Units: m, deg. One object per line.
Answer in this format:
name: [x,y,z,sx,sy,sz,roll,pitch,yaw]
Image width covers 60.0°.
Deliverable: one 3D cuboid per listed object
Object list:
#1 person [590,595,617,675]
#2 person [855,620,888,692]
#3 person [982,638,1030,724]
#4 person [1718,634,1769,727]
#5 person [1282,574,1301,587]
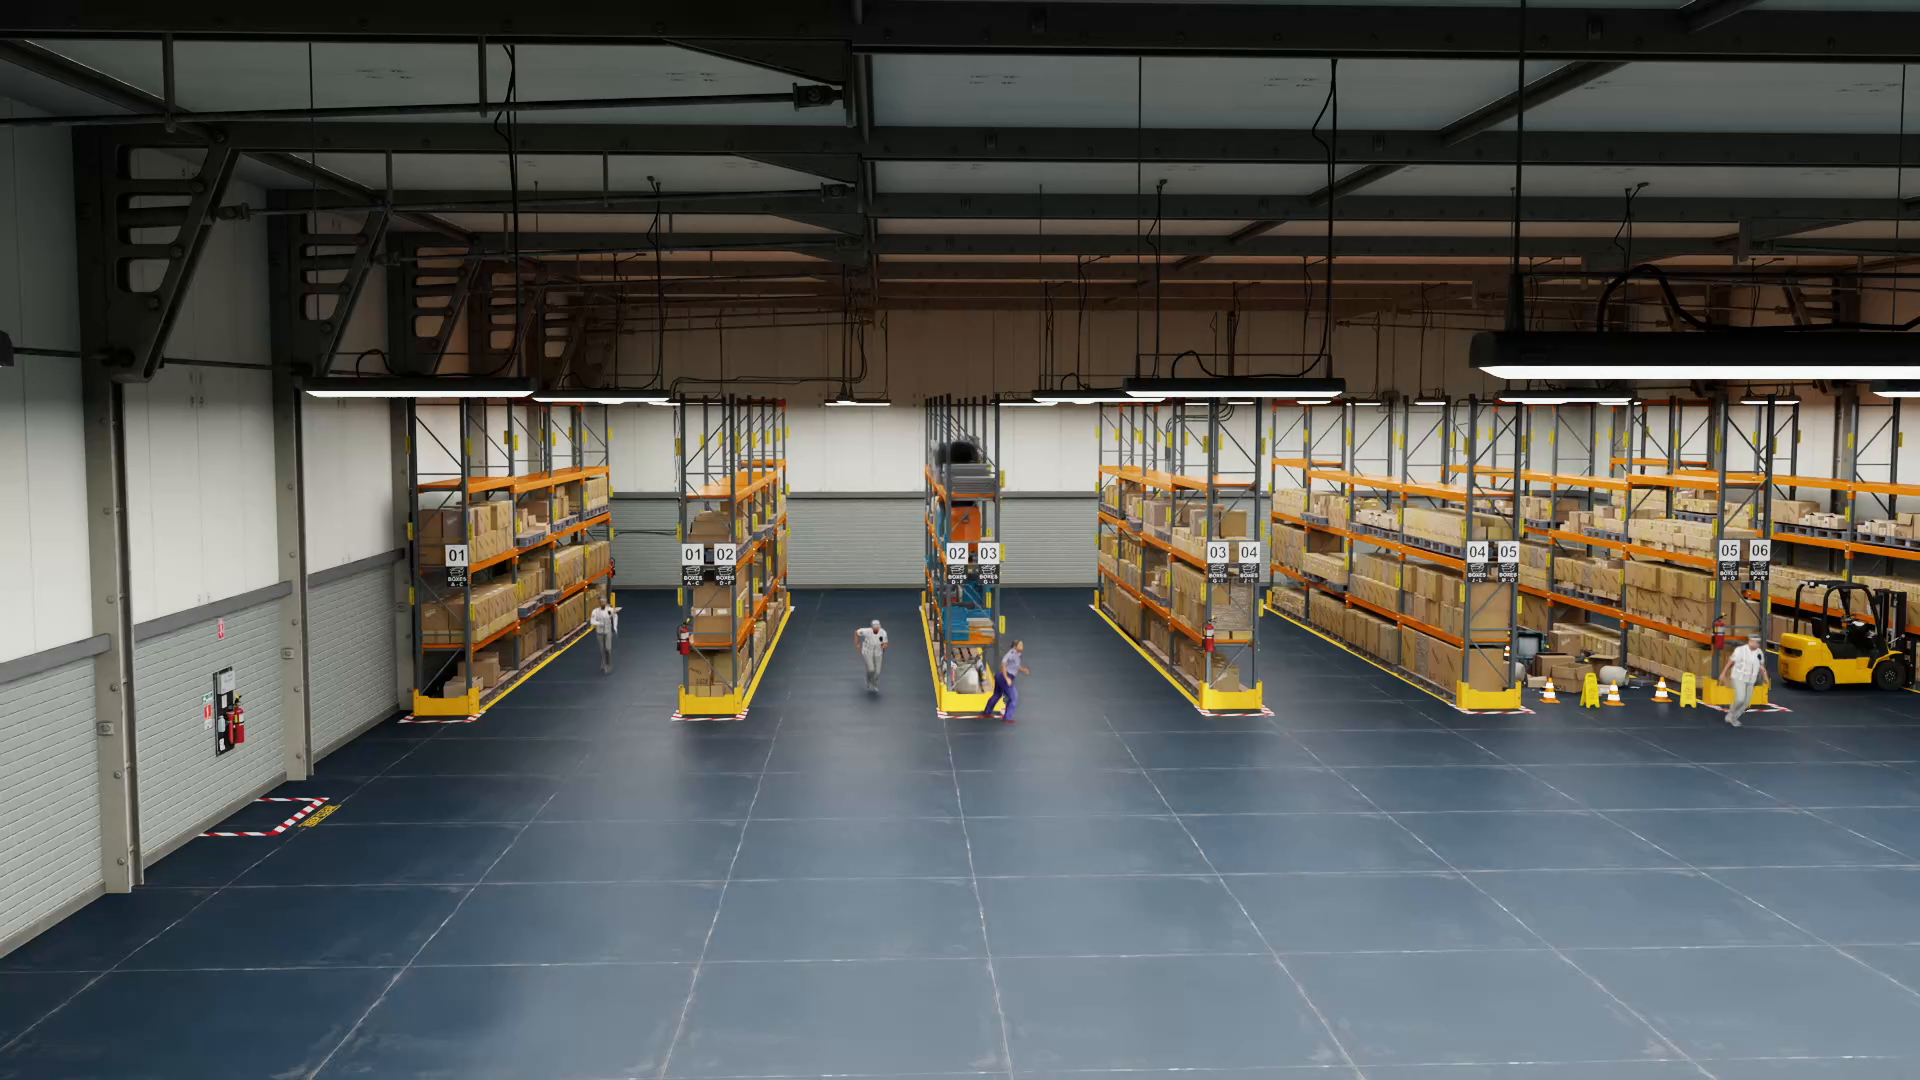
person: [-7.697,2.044,35.952,0.554,1.738,0.808,-1,5,-8]
person: [-1.785,2.322,33.428,0.647,1.506,0.889,-1,5,-14]
person: [0.838,2.568,30.339,0.865,1.564,0.668,0,5,-1]
person: [14.111,2.519,29.886,0.675,1.709,0.656,-1,5,-13]
person: [9.889,0.957,49.617,0.829,1.733,0.585,-1,5,-15]
